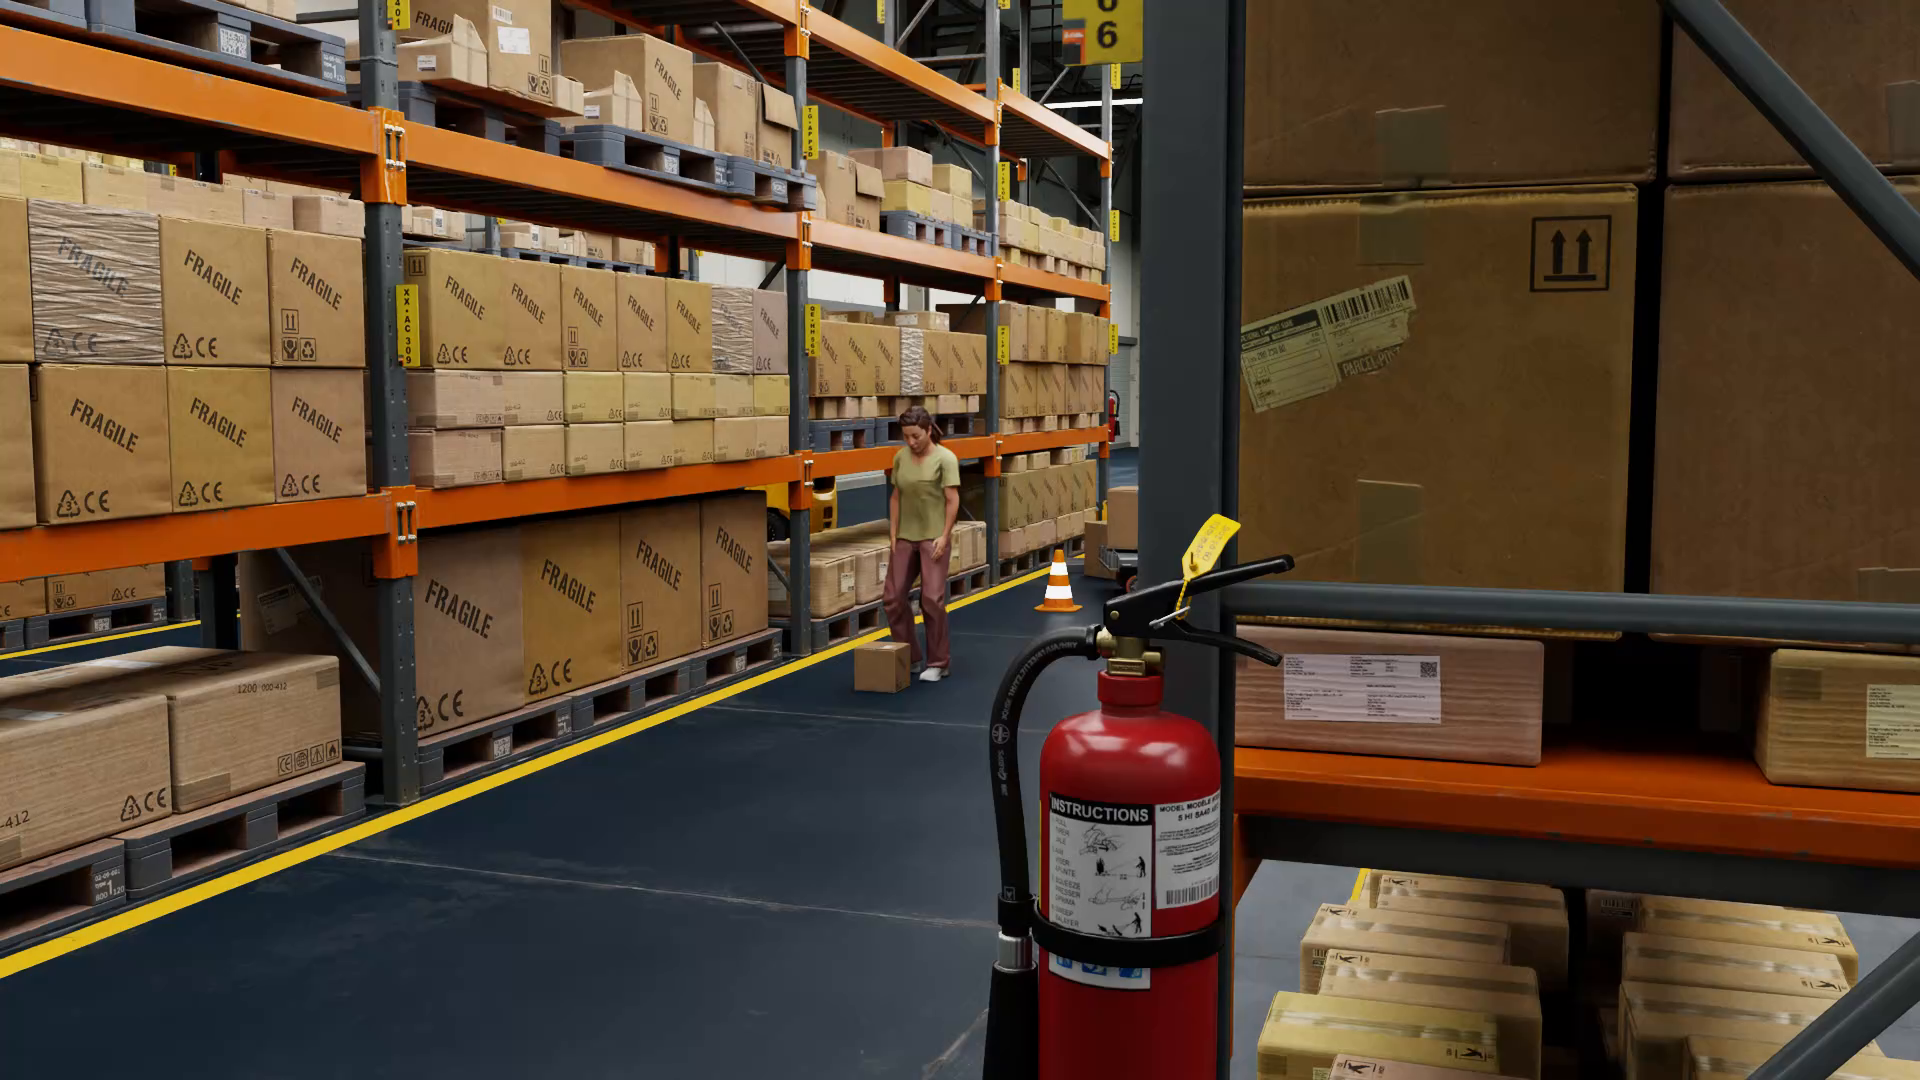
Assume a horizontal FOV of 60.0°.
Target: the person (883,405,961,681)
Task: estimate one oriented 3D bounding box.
[{"bbox_3d":[-0.220,0.015,9.862,0.470,1.627,0.388,3,6,30],"label":"person"}]
